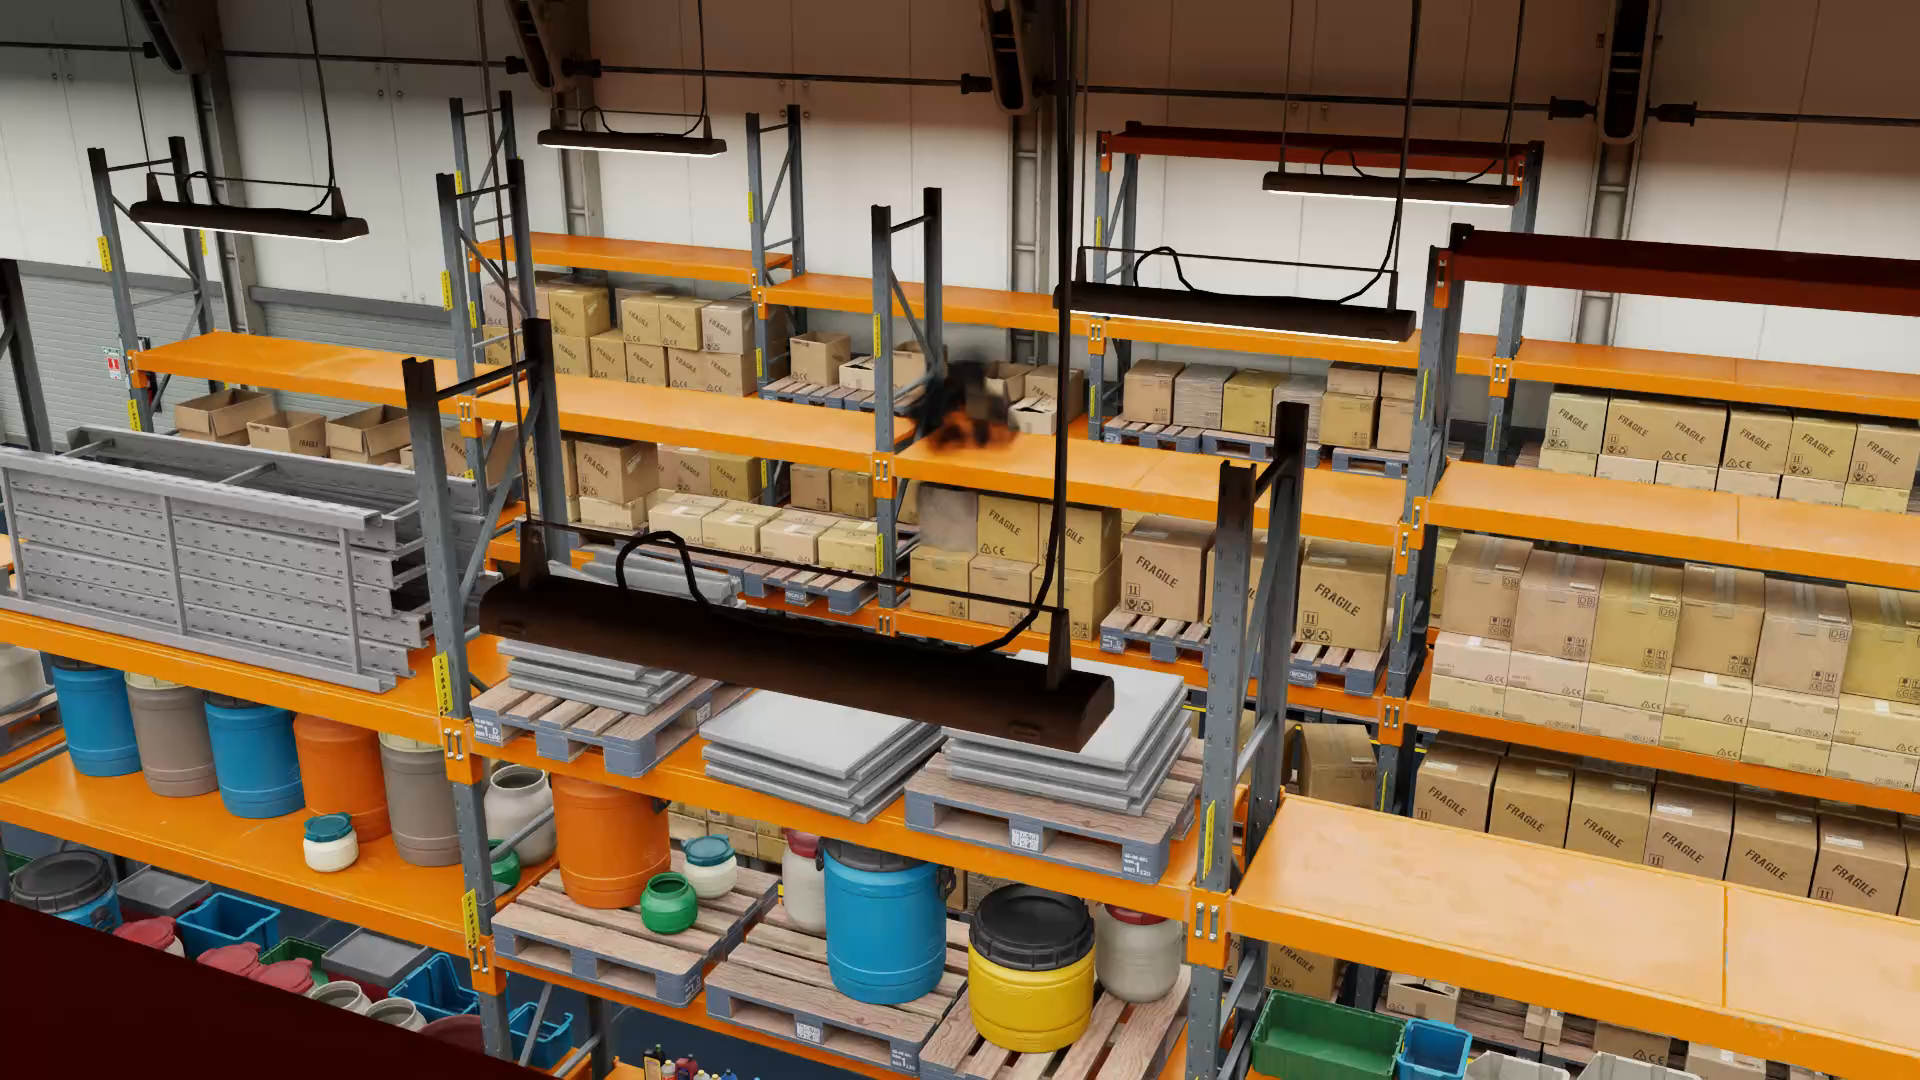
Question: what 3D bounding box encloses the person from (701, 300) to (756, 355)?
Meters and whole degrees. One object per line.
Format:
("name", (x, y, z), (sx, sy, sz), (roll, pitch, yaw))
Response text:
("person", (-10.369, 1.508, 13.287), (20.622, 3.814, 6.294), (-10, 23, -24))
